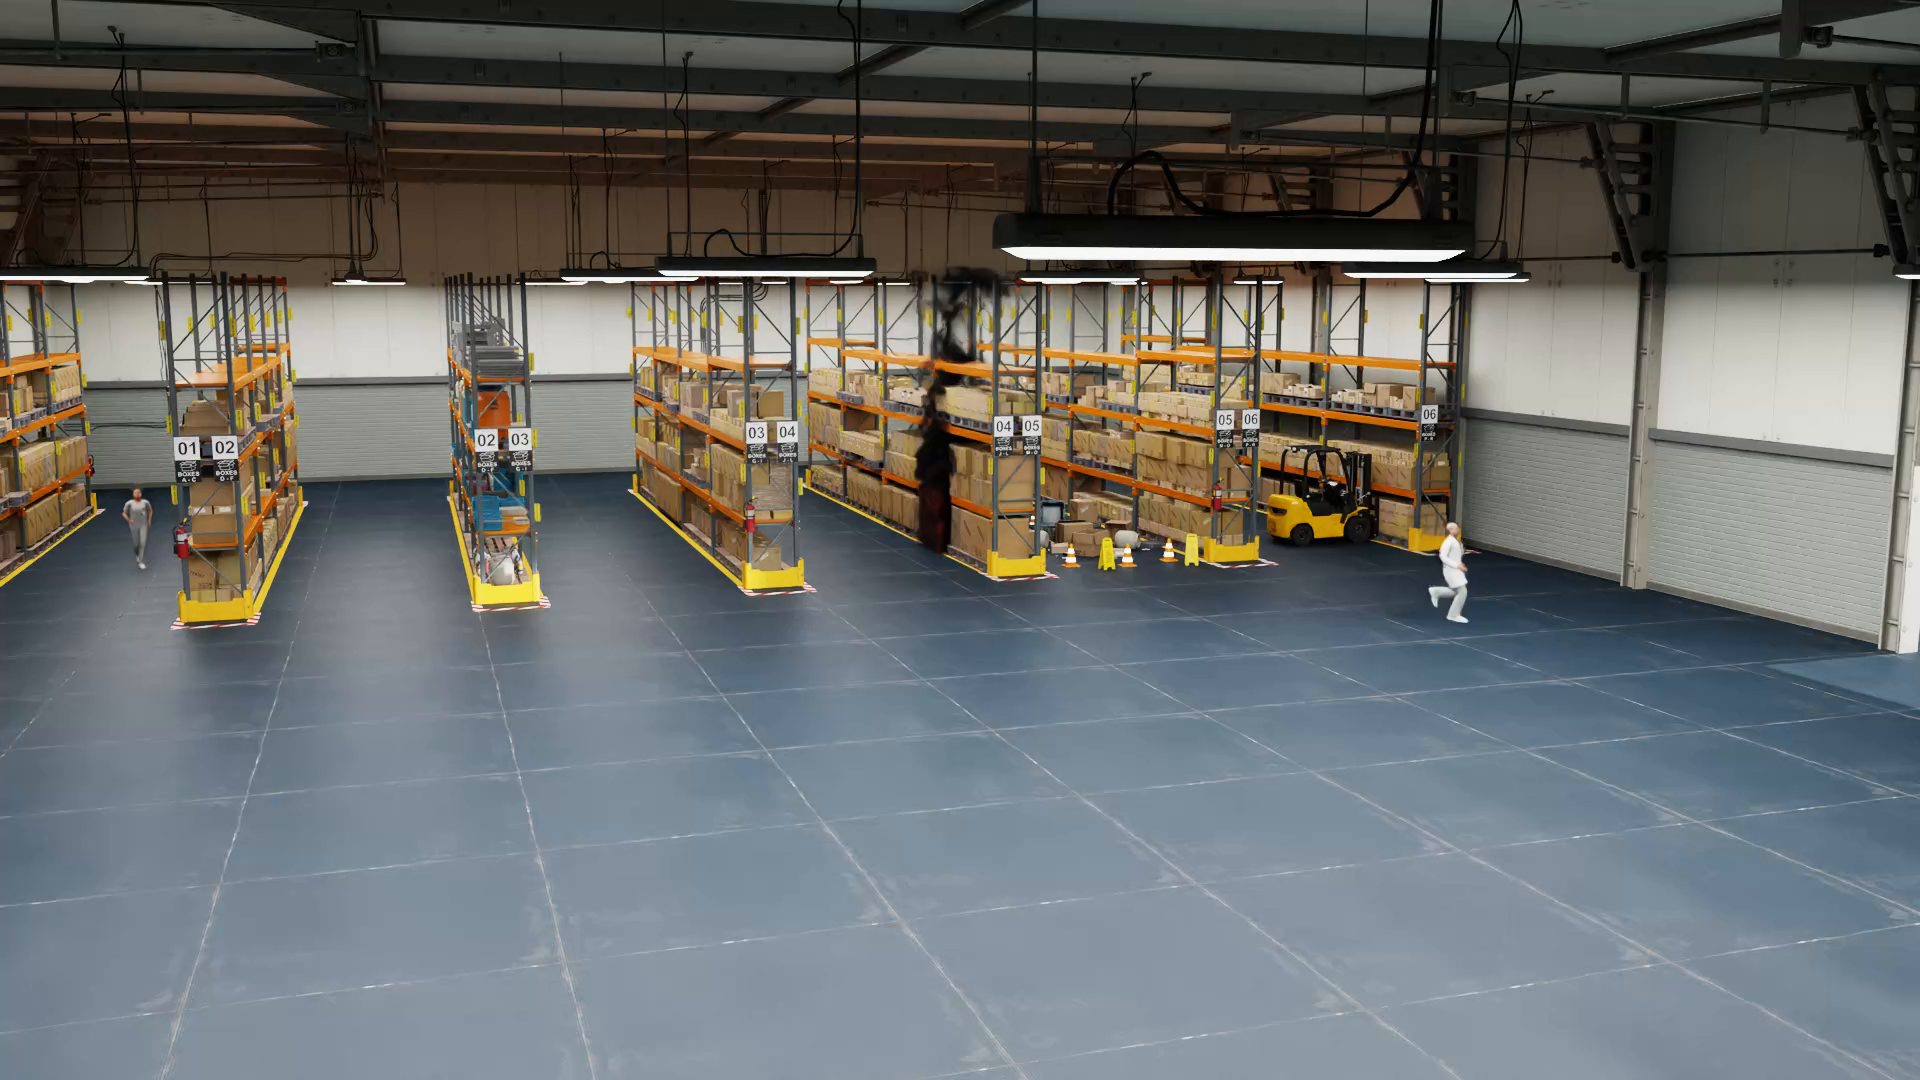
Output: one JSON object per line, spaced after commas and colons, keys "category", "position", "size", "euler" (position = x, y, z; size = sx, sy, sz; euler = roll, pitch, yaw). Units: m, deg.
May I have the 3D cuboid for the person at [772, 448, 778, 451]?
{"category": "person", "position": [-4.972, -2.037, 46.187], "size": [0.597, 1.670, 0.674], "euler": [-3, 9, -17]}

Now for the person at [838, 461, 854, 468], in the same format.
{"category": "person", "position": [-3.367, -2.564, 49.734], "size": [0.609, 1.596, 0.609], "euler": [-4, 9, -22]}

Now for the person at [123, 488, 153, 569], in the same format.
{"category": "person", "position": [-17.005, -0.269, 34.438], "size": [0.572, 1.658, 0.822], "euler": [-5, 10, -28]}

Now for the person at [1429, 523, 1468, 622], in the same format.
{"category": "person", "position": [8.503, 0.549, 28.883], "size": [0.711, 1.725, 0.722], "euler": [4, 10, 26]}
